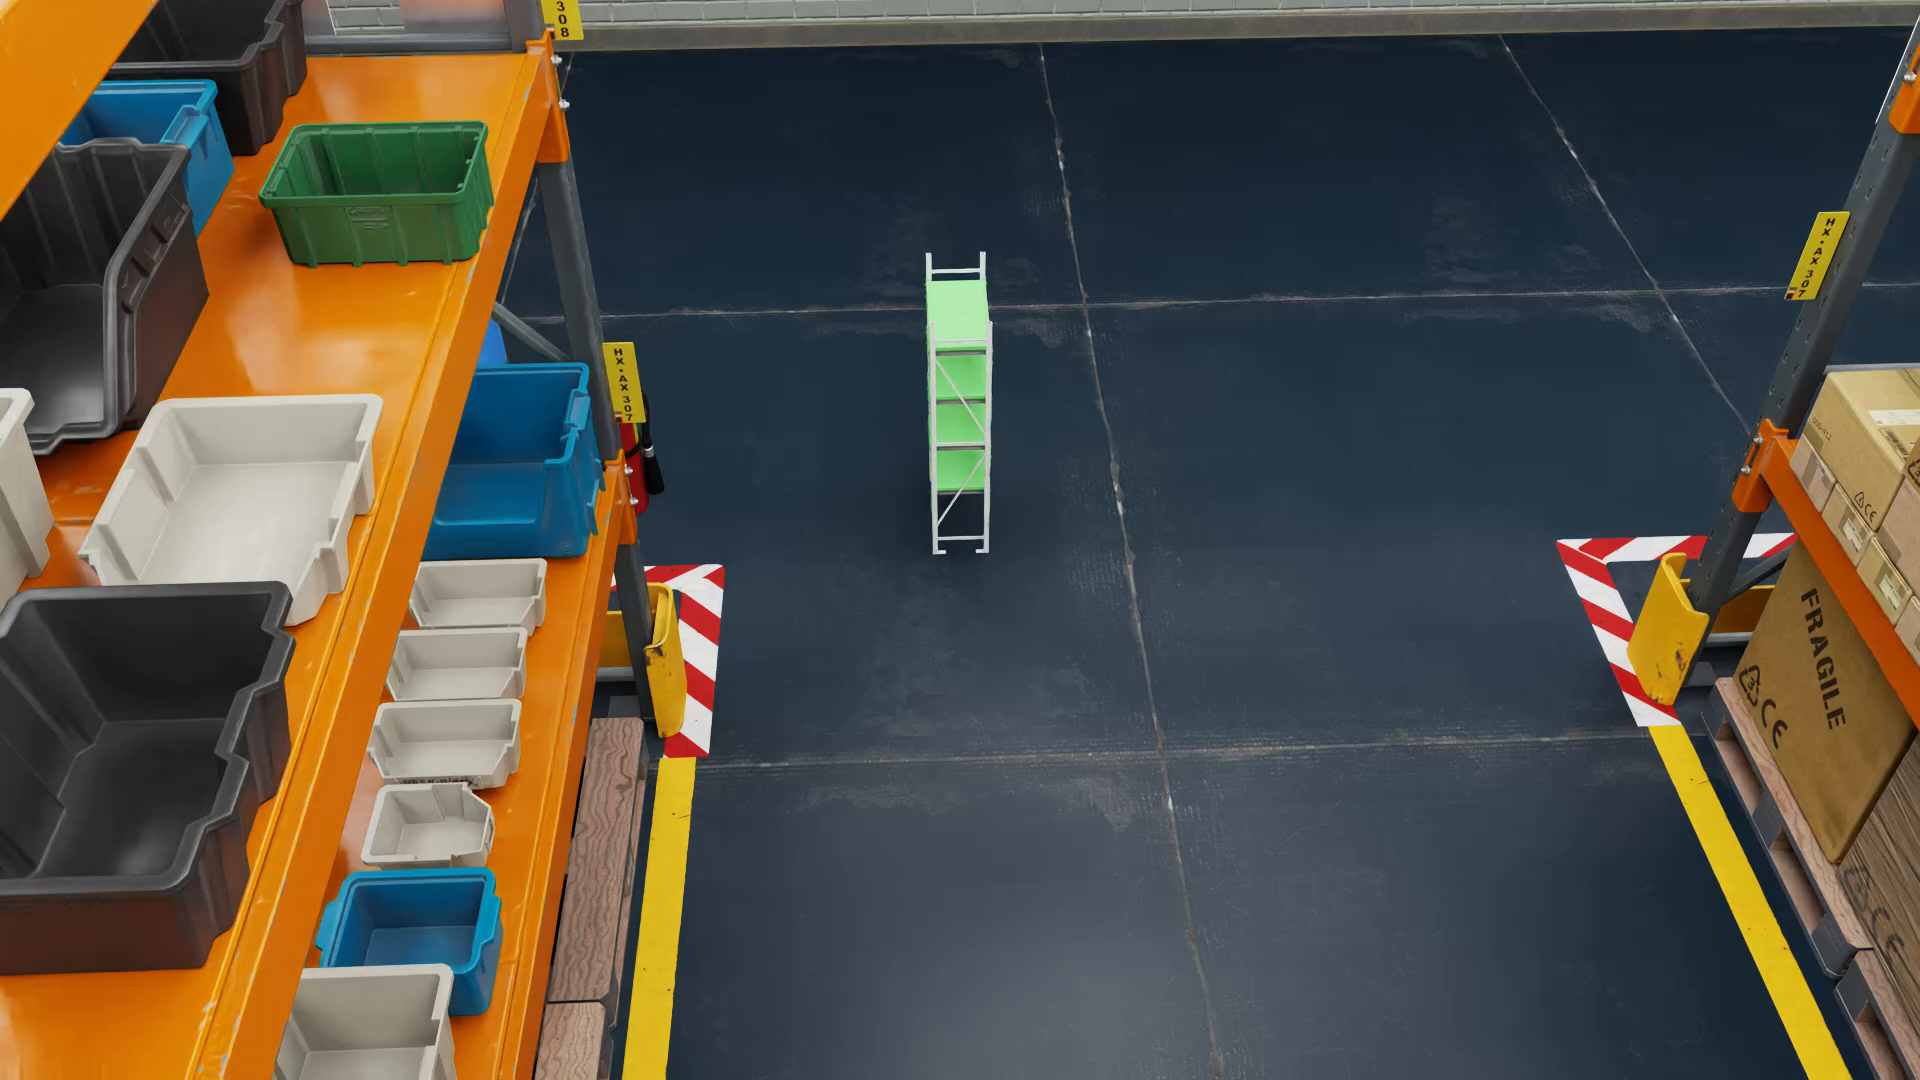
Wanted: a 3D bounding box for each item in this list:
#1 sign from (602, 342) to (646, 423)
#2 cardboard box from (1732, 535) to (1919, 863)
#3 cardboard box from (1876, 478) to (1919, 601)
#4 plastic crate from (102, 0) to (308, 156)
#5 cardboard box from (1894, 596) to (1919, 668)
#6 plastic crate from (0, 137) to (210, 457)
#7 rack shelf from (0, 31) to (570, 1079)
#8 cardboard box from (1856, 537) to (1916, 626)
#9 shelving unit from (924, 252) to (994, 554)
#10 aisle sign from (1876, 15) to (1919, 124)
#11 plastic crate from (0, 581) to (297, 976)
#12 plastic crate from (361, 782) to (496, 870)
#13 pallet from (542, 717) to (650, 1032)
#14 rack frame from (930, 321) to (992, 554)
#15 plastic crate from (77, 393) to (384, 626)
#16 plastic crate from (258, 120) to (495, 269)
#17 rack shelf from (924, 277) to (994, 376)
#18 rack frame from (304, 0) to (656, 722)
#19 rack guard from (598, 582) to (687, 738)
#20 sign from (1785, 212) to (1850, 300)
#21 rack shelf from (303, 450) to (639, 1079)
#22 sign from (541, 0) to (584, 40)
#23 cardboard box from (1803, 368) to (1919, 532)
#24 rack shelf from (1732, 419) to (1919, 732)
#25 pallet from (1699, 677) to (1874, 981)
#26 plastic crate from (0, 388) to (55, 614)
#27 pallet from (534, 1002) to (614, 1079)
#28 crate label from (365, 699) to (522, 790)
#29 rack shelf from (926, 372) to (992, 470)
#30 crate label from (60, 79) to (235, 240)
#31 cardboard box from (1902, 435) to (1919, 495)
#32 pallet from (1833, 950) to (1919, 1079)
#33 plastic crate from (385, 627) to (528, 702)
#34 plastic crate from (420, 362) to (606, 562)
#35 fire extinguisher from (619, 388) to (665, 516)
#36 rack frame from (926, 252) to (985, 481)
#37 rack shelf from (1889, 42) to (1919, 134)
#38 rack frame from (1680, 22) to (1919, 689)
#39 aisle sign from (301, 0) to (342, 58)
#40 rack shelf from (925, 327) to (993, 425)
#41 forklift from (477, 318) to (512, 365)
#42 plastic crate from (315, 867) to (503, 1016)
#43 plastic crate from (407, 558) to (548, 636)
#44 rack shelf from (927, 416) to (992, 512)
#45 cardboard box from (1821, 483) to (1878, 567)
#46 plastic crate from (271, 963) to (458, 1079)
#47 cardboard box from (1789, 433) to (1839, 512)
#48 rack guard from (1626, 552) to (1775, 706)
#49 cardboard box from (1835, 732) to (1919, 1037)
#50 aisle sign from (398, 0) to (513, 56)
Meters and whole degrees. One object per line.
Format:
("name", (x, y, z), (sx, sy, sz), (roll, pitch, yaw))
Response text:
("sign", (-1.104, -0.515, 5.471), (0.100, 0.325, 0.005), (-2, 43, -2))
("cardboard box", (3.403, 0.488, 5.759), (0.875, 0.875, 0.875), (-2, 43, -2))
("cardboard box", (3.075, 0.058, 4.858), (0.500, 0.250, 0.500), (-2, 43, -2))
("plastic crate", (-1.915, -1.218, 4.235), (0.497, 0.269, 0.590), (-2, 43, -2))
("cardboard box", (3.017, 0.294, 4.896), (0.380, 0.149, 0.250), (-2, 43, -2))
("plastic crate", (-1.863, -0.472, 3.371), (0.504, 0.338, 0.767), (-2, 43, -2))
("rack shelf", (-1.568, 0.082, 3.254), (1.077, 0.370, 4.000), (-2, 43, -2))
("cardboard box", (3.004, 0.118, 5.088), (0.380, 0.149, 0.250), (-3, 43, -3))
("shelving unit", (-0.007, -0.554, 6.966), (0.258, 1.200, 0.503), (-2, 43, -2))
("aisle sign", (2.993, -1.568, 4.817), (0.394, 0.787, 0.004), (-2, 43, -2))
("plastic crate", (-1.262, 0.368, 2.505), (0.497, 0.269, 0.590), (-2, 43, -2))
("plastic crate", (-1.372, 0.775, 4.335), (0.298, 0.136, 0.250), (-2, 43, -2))
("pallet", (-1.657, 1.158, 5.831), (1.003, 0.211, 1.213), (-2, 43, -2))
("rack frame", (0.003, -0.389, 6.787), (0.240, 1.200, 0.015), (-2, 43, -2))
("plastic crate", (-1.317, -0.049, 3.058), (0.437, 0.136, 0.530), (-2, 43, -2))
("plastic crate", (-1.326, -0.798, 3.838), (0.450, 0.188, 0.336), (-2, 43, -2))
("rack shelf", (-0.007, -0.861, 6.685), (0.258, 0.148, 0.480), (-2, 43, -2))
("rack frame", (-1.653, -0.428, 5.497), (1.000, 3.000, 0.127), (-2, 43, -2))
("rack guard", (-1.667, 0.478, 6.359), (1.175, 0.500, 0.348), (-2, 43, -2))
("sign", (2.741, -0.907, 5.320), (0.100, 0.325, 0.005), (-2, 43, -2))
("rack shelf", (-1.568, 1.187, 4.267), (1.077, 0.370, 4.000), (-2, 43, -2))
("sign", (-1.104, -1.522, 4.548), (0.100, 0.325, 0.005), (-2, 43, -2))
("cardboard box", (3.046, -0.293, 5.240), (0.500, 0.250, 0.500), (-3, 43, -3))
("rack shelf", (3.380, 1.045, 4.422), (1.077, 0.370, 4.000), (-2, 43, -2))
("pallet", (3.408, 0.995, 6.008), (1.003, 0.211, 1.213), (-2, 43, -2))
("plastic crate", (-1.867, 0.015, 2.882), (0.437, 0.282, 0.530), (-2, 43, -2))
("pallet", (-1.608, 1.979, 4.934), (1.003, 0.211, 1.213), (-2, 43, -2))
("crate label", (-1.403, 0.576, 4.553), (0.396, 0.136, 0.243), (-2, 43, -2))
("rack shelf", (-0.007, -0.507, 7.010), (0.258, 0.148, 0.480), (-2, 43, -2))
("crate label", (-1.937, -0.847, 3.844), (0.408, 0.251, 0.502), (-2, 43, -2))
("cardboard box", (3.067, -0.232, 4.619), (0.500, 0.500, 0.500), (-3, 43, -3))
("pallet", (3.456, 1.817, 5.112), (1.003, 0.211, 1.213), (-2, 43, -2))
("plastic crate", (-1.440, 0.388, 4.757), (0.396, 0.136, 0.243), (-2, 43, -2))
("plastic crate", (-1.452, -0.242, 5.224), (0.616, 0.435, 0.499), (-2, 43, -2))
("fire extinguisher", (-1.205, -0.377, 5.775), (0.296, 0.674, 0.183), (-2, 43, -2))
("rack frame", (-0.017, -0.719, 7.146), (0.240, 1.200, 0.015), (-2, 43, -2))
("rack shelf", (3.380, -0.061, 3.409), (1.077, 0.370, 4.000), (-2, 43, -2))
("rack frame", (3.296, -0.570, 5.652), (1.000, 3.000, 0.127), (-2, 43, -2))
("aisle sign", (-1.953, -1.426, 4.662), (0.394, 0.787, 0.004), (-2, 43, -2))
("rack shelf", (-0.007, -0.684, 6.847), (0.258, 0.148, 0.480), (-2, 43, -2))
("forklift", (-3.413, -1.119, 6.302), (1.130, 2.935, 3.031), (30, 50, 29))
("plastic crate", (-1.310, 0.991, 4.029), (0.416, 0.233, 0.300), (-2, 43, -2))
("plastic crate", (-1.437, 0.192, 4.971), (0.396, 0.136, 0.243), (-2, 43, -2))
("rack shelf", (-0.007, -0.330, 7.172), (0.258, 0.148, 0.480), (-2, 43, -2))
("cardboard box", (2.993, -0.055, 5.276), (0.380, 0.149, 0.250), (-2, 43, -2))
("plastic crate", (-1.364, 1.258, 3.701), (0.437, 0.282, 0.530), (-2, 43, -2))
("cardboard box", (2.981, -0.228, 5.465), (0.380, 0.149, 0.250), (-1, 43, -1))
("rack guard", (3.294, 0.335, 6.514), (1.175, 0.500, 0.348), (-2, 43, -2))
("cardboard box", (3.441, 1.102, 5.089), (0.875, 0.875, 0.875), (-2, 43, -2))
("aisle sign", (-1.363, -1.443, 4.681), (0.394, 0.787, 0.004), (-2, 43, -2))
